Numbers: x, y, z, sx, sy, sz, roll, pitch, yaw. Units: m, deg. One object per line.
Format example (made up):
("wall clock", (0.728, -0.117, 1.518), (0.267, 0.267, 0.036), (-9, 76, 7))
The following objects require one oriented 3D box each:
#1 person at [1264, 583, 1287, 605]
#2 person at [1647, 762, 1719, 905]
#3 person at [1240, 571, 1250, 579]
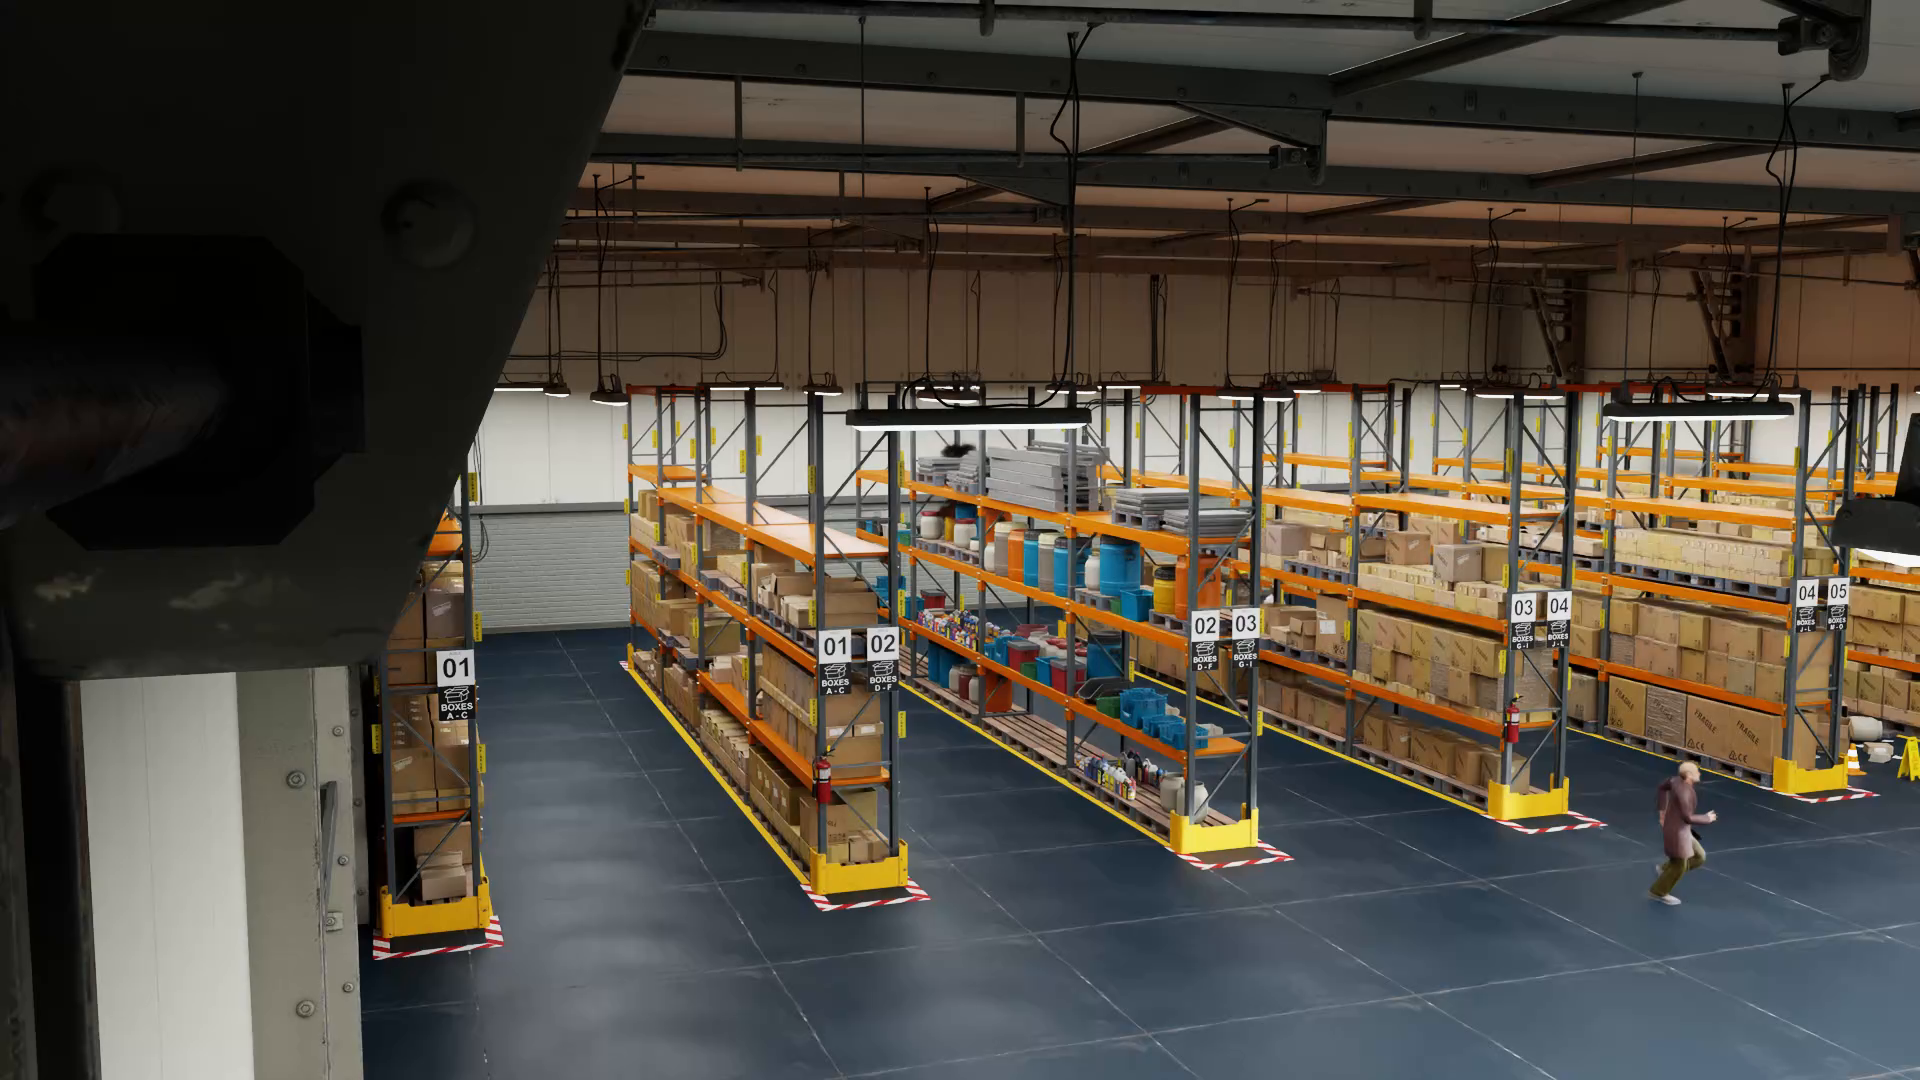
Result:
("person", (6.935, 1.752, 36.528), (0.617, 1.670, 0.563), (-2, 6, -16))
("person", (8.523, 3.450, 19.558), (0.704, 1.728, 0.761), (2, 6, 17))
("person", (6.460, 1.545, 37.921), (0.706, 1.780, 0.950), (-2, 6, -20))
